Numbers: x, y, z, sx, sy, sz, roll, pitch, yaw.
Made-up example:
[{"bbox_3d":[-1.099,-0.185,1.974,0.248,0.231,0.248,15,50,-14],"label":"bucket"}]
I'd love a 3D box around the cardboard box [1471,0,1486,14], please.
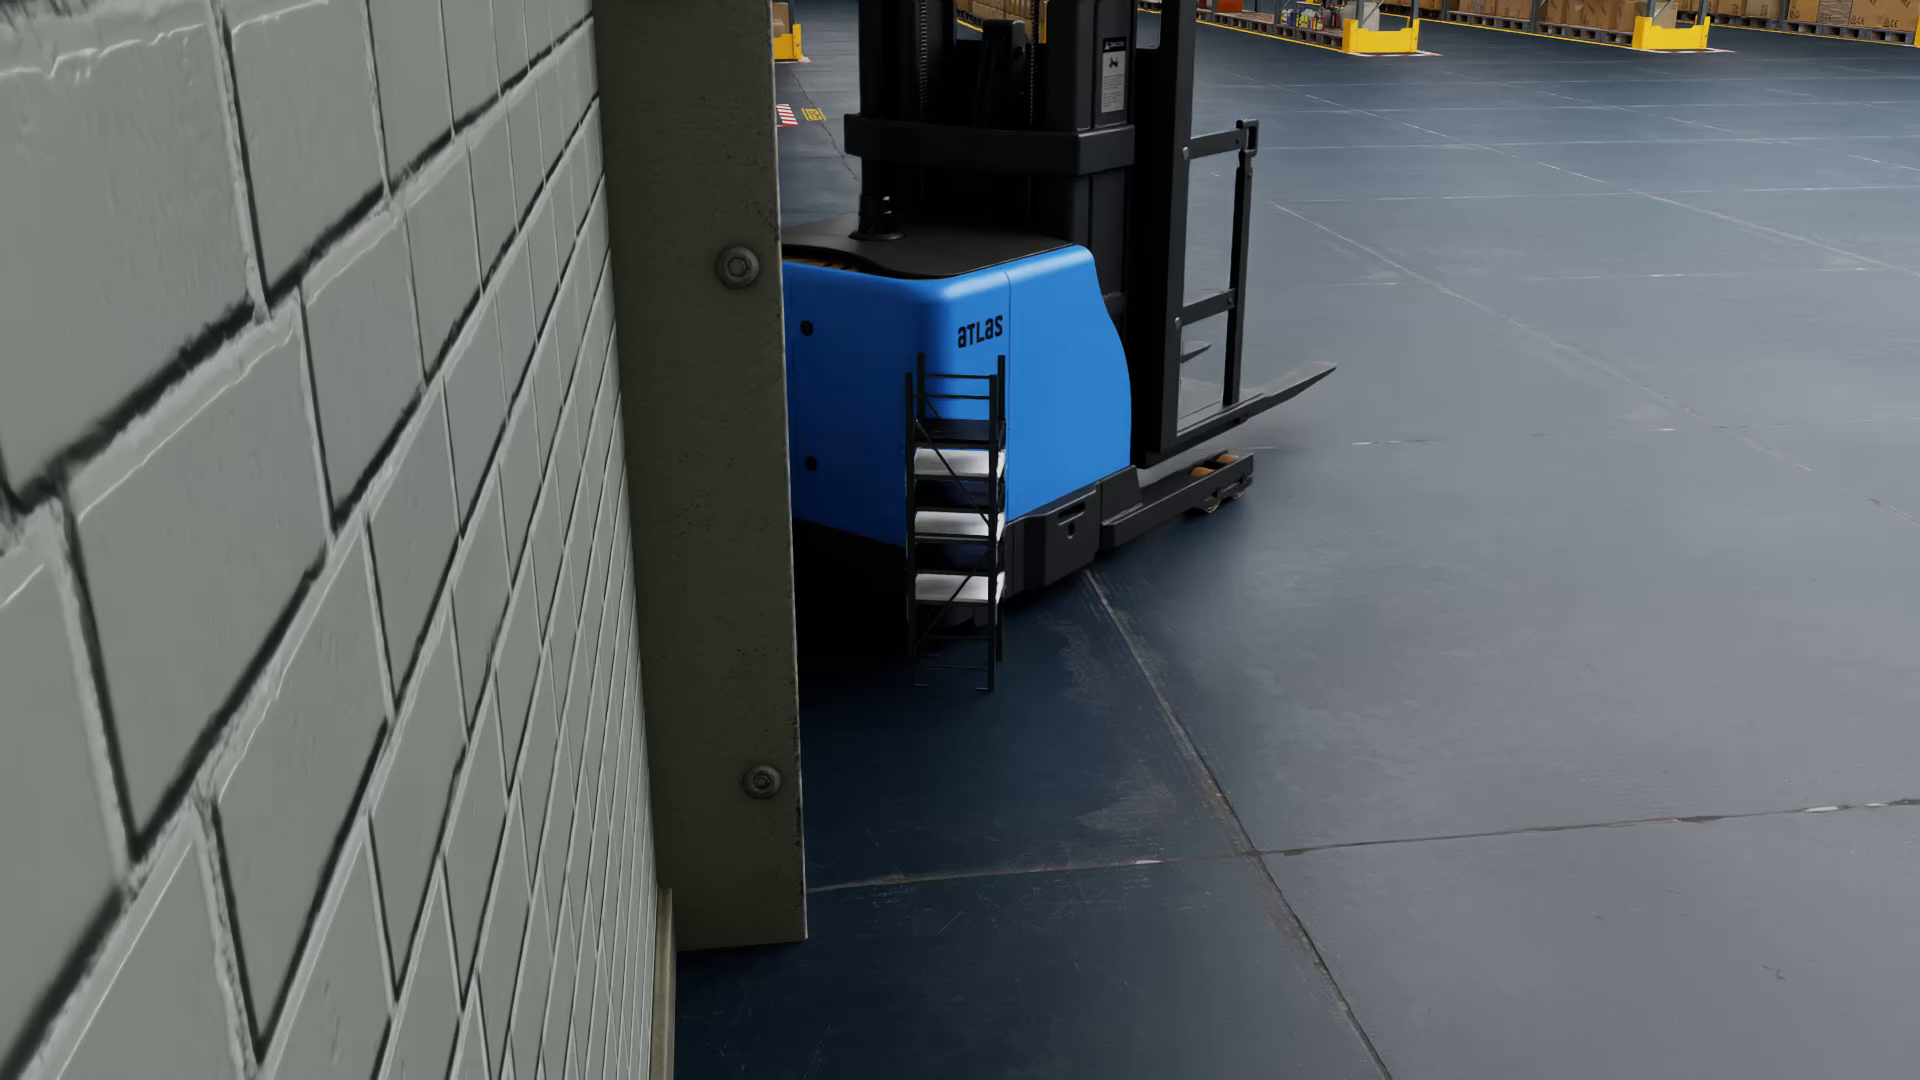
[{"bbox_3d":[10.757,-10.873,33.483,0.700,0.500,0.500,-5,21,-12],"label":"cardboard box"}]

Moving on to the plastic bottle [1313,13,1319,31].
[{"bbox_3d":[6.067,-8.827,28.316,0.061,0.283,0.133,-2,21,-6],"label":"plastic bottle"}]

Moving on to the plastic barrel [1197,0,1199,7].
[{"bbox_3d":[5.227,-11.792,35.956,0.421,0.512,0.421,0,20,0],"label":"plastic barrel"}]

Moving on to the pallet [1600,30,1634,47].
[{"bbox_3d":[11.609,-8.493,28.154,1.003,0.211,1.213,-3,21,-8],"label":"pallet"}]

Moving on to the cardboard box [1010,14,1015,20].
[{"bbox_3d":[1.155,-8.936,28.684,0.500,0.250,0.500,-3,21,-8],"label":"cardboard box"}]

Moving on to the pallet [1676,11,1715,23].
[{"bbox_3d":[15.510,-10.892,34.577,1.003,0.211,1.213,-3,21,-8],"label":"pallet"}]

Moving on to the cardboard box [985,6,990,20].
[{"bbox_3d":[0.758,-9.943,31.380,0.500,0.250,0.500,-2,21,-7],"label":"cardboard box"}]

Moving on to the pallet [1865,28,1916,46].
[{"bbox_3d":[16.432,-8.672,28.632,1.003,0.211,1.213,-3,21,-8],"label":"pallet"}]

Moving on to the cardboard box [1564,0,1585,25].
[{"bbox_3d":[11.233,-9.562,30.004,0.500,0.500,0.500,4,21,9],"label":"cardboard box"}]

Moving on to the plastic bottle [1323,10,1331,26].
[{"bbox_3d":[6.487,-9.264,29.497,0.152,0.276,0.135,-3,21,-8],"label":"plastic bottle"}]

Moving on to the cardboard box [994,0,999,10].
[{"bbox_3d":[0.898,-9.854,30.339,0.500,0.311,0.500,-2,21,-6],"label":"cardboard box"}]

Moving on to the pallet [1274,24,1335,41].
[{"bbox_3d":[6.279,-9.084,29.737,1.003,0.211,1.213,-3,21,-8],"label":"pallet"}]

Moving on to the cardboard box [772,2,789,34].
[{"bbox_3d":[-3.152,-8.474,27.060,0.700,0.500,0.500,-4,21,-11],"label":"cardboard box"}]

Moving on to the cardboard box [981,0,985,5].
[{"bbox_3d":[0.685,-10.379,31.745,0.500,0.311,0.500,-3,21,-9],"label":"cardboard box"}]

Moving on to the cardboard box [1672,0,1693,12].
[{"bbox_3d":[15.470,-11.402,34.573,1.050,0.750,0.750,-3,21,-8],"label":"cardboard box"}]

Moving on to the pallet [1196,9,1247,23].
[{"bbox_3d":[5.492,-10.975,34.798,1.003,0.211,1.213,-3,21,-8],"label":"pallet"}]

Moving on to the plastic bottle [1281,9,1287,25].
[{"bbox_3d":[5.836,-9.421,29.923,0.097,0.271,0.097,0,20,0],"label":"plastic bottle"}]

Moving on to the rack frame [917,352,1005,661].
[{"bbox_3d":[0.003,-0.080,4.644,0.240,0.900,0.006,3,21,7],"label":"rack frame"}]

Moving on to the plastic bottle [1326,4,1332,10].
[{"bbox_3d":[6.602,-9.382,29.705,0.144,0.351,0.185,-3,21,-9],"label":"plastic bottle"}]

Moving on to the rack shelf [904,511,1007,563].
[{"bbox_3d":[-0.010,-0.013,4.561,0.258,0.077,0.200,3,21,7],"label":"rack shelf"}]

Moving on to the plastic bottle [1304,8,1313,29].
[{"bbox_3d":[6.045,-9.013,28.718,0.144,0.351,0.185,-2,21,-6],"label":"plastic bottle"}]

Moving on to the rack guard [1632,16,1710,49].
[{"bbox_3d":[11.691,-8.345,27.346,1.175,0.500,0.348,-3,21,-8],"label":"rack guard"}]

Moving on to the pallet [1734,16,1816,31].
[{"bbox_3d":[15.862,-10.047,32.315,1.003,0.211,1.213,-3,21,-8],"label":"pallet"}]

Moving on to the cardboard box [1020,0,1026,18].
[{"bbox_3d":[1.297,-8.941,27.626,0.500,0.500,0.500,-3,21,-8],"label":"cardboard box"}]

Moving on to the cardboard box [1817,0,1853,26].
[{"bbox_3d":[16.203,-9.758,29.993,0.875,0.875,0.875,-3,21,-7],"label":"cardboard box"}]

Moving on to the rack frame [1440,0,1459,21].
[{"bbox_3d":[10.548,-12.260,34.254,1.000,3.000,0.127,-3,21,-8],"label":"rack frame"}]

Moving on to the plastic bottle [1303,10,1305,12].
[{"bbox_3d":[6.070,-9.209,29.355,0.097,0.271,0.097,0,20,0],"label":"plastic bottle"}]

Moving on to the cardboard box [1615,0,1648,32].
[{"bbox_3d":[11.508,-8.938,28.332,0.500,0.500,0.500,2,21,6],"label":"cardboard box"}]

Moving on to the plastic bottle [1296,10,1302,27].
[{"bbox_3d":[5.939,-9.134,29.137,0.061,0.283,0.133,-2,21,-5],"label":"plastic bottle"}]

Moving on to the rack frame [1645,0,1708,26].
[{"bbox_3d":[11.702,-9.490,26.838,1.000,3.000,0.127,-3,21,-8],"label":"rack frame"}]

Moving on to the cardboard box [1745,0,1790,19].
[{"bbox_3d":[15.869,-10.443,32.005,1.050,0.750,0.750,-3,21,-8],"label":"cardboard box"}]

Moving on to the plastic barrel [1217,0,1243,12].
[{"bbox_3d":[5.560,-11.359,34.342,0.600,0.830,0.708,-3,21,-8],"label":"plastic barrel"}]

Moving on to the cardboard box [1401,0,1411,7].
[{"bbox_3d":[10.349,-12.010,36.022,1.225,0.875,0.875,-3,21,-8],"label":"cardboard box"}]

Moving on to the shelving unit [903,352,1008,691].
[{"bbox_3d":[-0.010,-0.045,4.549,0.258,0.900,0.210,3,21,7],"label":"shelving unit"}]

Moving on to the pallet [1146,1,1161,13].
[{"bbox_3d":[4.926,-12.341,38.457,1.003,0.211,1.213,-3,21,-8],"label":"pallet"}]

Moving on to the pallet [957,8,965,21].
[{"bbox_3d":[0.502,-11.137,35.233,1.003,0.211,1.213,-3,21,-8],"label":"pallet"}]

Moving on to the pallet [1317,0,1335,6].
[{"bbox_3d":[9.588,-13.450,41.427,1.003,0.211,1.213,-3,21,-8],"label":"pallet"}]

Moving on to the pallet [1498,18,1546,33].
[{"bbox_3d":[11.011,-9.838,31.755,1.003,0.211,1.213,-3,21,-8],"label":"pallet"}]

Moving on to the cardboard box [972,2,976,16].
[{"bbox_3d":[0.530,-10.474,32.802,0.500,0.250,0.500,-3,21,-8],"label":"cardboard box"}]

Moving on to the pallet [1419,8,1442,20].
[{"bbox_3d":[10.509,-11.230,35.483,1.003,0.211,1.213,-3,21,-8],"label":"pallet"}]

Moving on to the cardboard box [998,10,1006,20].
[{"bbox_3d":[0.975,-9.414,29.964,0.500,0.250,0.500,-3,21,-8],"label":"cardboard box"}]

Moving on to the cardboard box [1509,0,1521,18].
[{"bbox_3d":[11.008,-10.290,31.923,0.700,0.500,0.500,-3,21,-8],"label":"cardboard box"}]

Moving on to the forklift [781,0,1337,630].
[{"bbox_3d":[0.427,-1.561,5.707,1.130,2.935,3.031,15,25,34],"label":"forklift"}]

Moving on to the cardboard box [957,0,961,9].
[{"bbox_3d":[0.222,-11.469,35.081,0.500,0.500,0.500,-4,21,-10],"label":"cardboard box"}]

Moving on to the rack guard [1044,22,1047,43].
[{"bbox_3d":[1.902,-7.812,25.919,1.175,0.500,0.348,-3,21,-8],"label":"rack guard"}]

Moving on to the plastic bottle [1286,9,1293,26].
[{"bbox_3d":[5.910,-9.312,29.626,0.152,0.276,0.135,-2,21,-6],"label":"plastic bottle"}]

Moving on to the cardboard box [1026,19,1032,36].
[{"bbox_3d":[1.371,-8.417,27.294,0.500,0.250,0.500,-3,21,-8],"label":"cardboard box"}]

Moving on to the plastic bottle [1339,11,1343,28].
[{"bbox_3d":[6.696,-9.112,29.090,0.152,0.276,0.135,-3,21,-7],"label":"plastic bottle"}]

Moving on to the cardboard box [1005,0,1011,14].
[{"bbox_3d":[1.079,-9.460,29.016,0.500,0.500,0.500,-3,21,-8],"label":"cardboard box"}]

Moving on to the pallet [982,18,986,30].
[{"bbox_3d":[0.998,-9.747,31.511,1.003,0.211,1.213,-3,21,-8],"label":"pallet"}]

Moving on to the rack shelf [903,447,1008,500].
[{"bbox_3d":[-0.010,-0.182,4.498,0.258,0.077,0.200,3,21,7],"label":"rack shelf"}]
